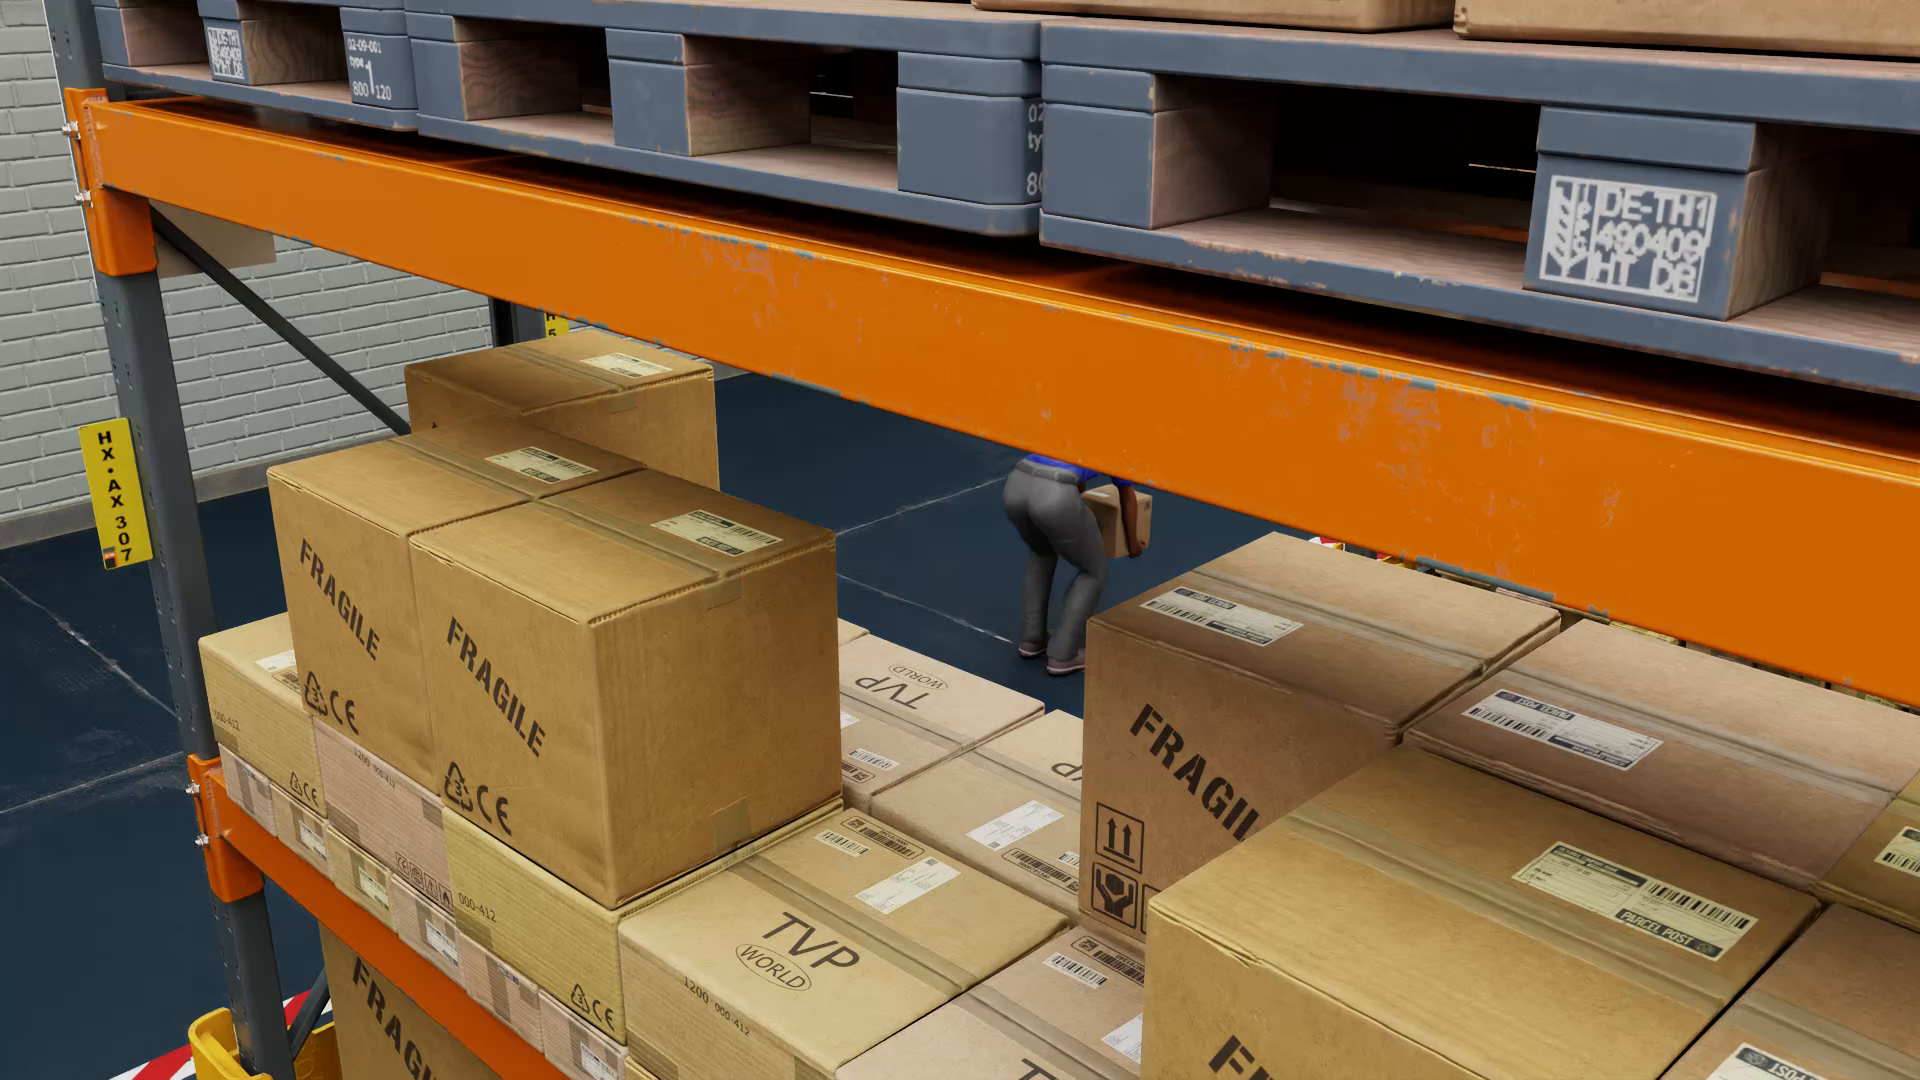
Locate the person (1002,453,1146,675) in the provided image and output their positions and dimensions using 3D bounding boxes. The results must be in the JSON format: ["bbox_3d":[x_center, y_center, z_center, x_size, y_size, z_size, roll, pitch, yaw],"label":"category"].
[{"bbox_3d":[0.538,-0.075,7.411,0.425,1.221,0.824,18,27,39],"label":"person"}]
